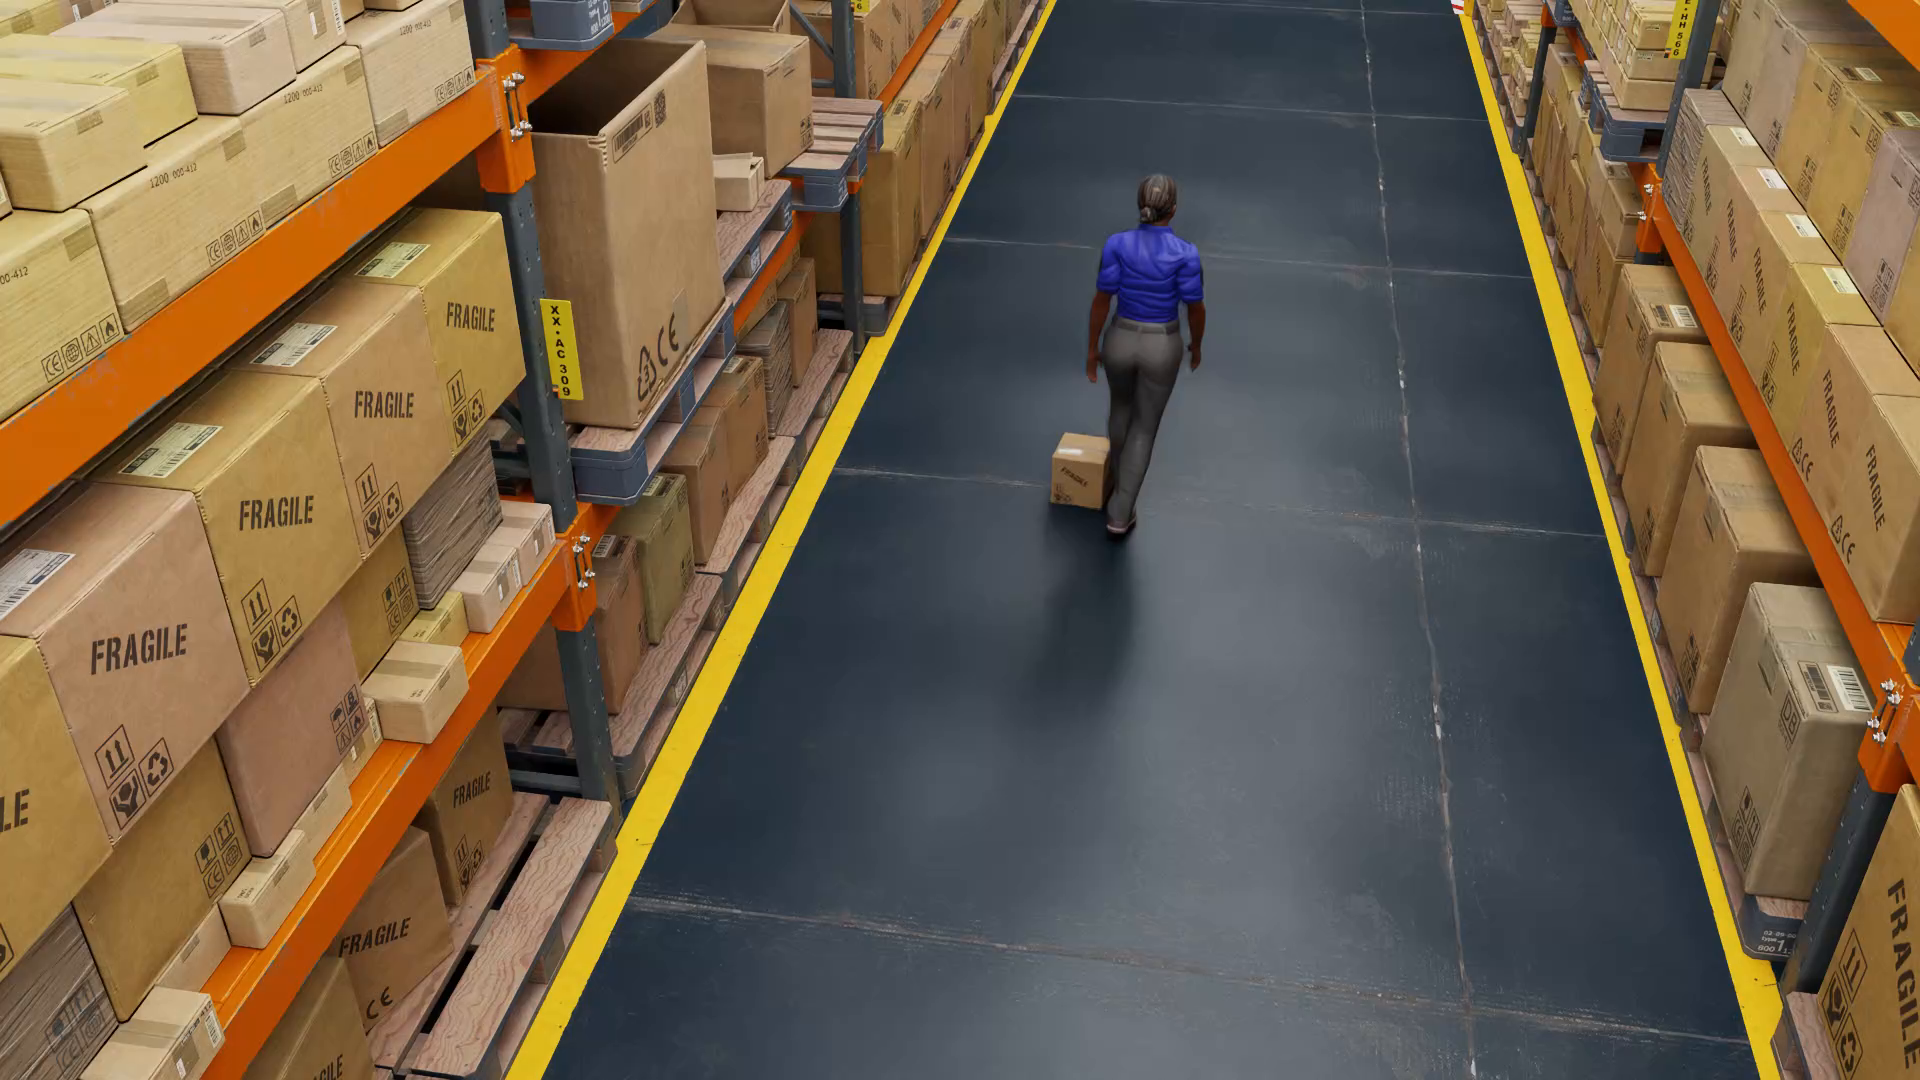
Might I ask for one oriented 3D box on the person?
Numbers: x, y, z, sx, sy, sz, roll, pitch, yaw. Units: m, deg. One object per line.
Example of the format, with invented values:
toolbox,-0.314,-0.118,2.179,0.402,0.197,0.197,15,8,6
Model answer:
person,0.830,-0.814,7.448,0.499,1.706,0.609,11,34,16
